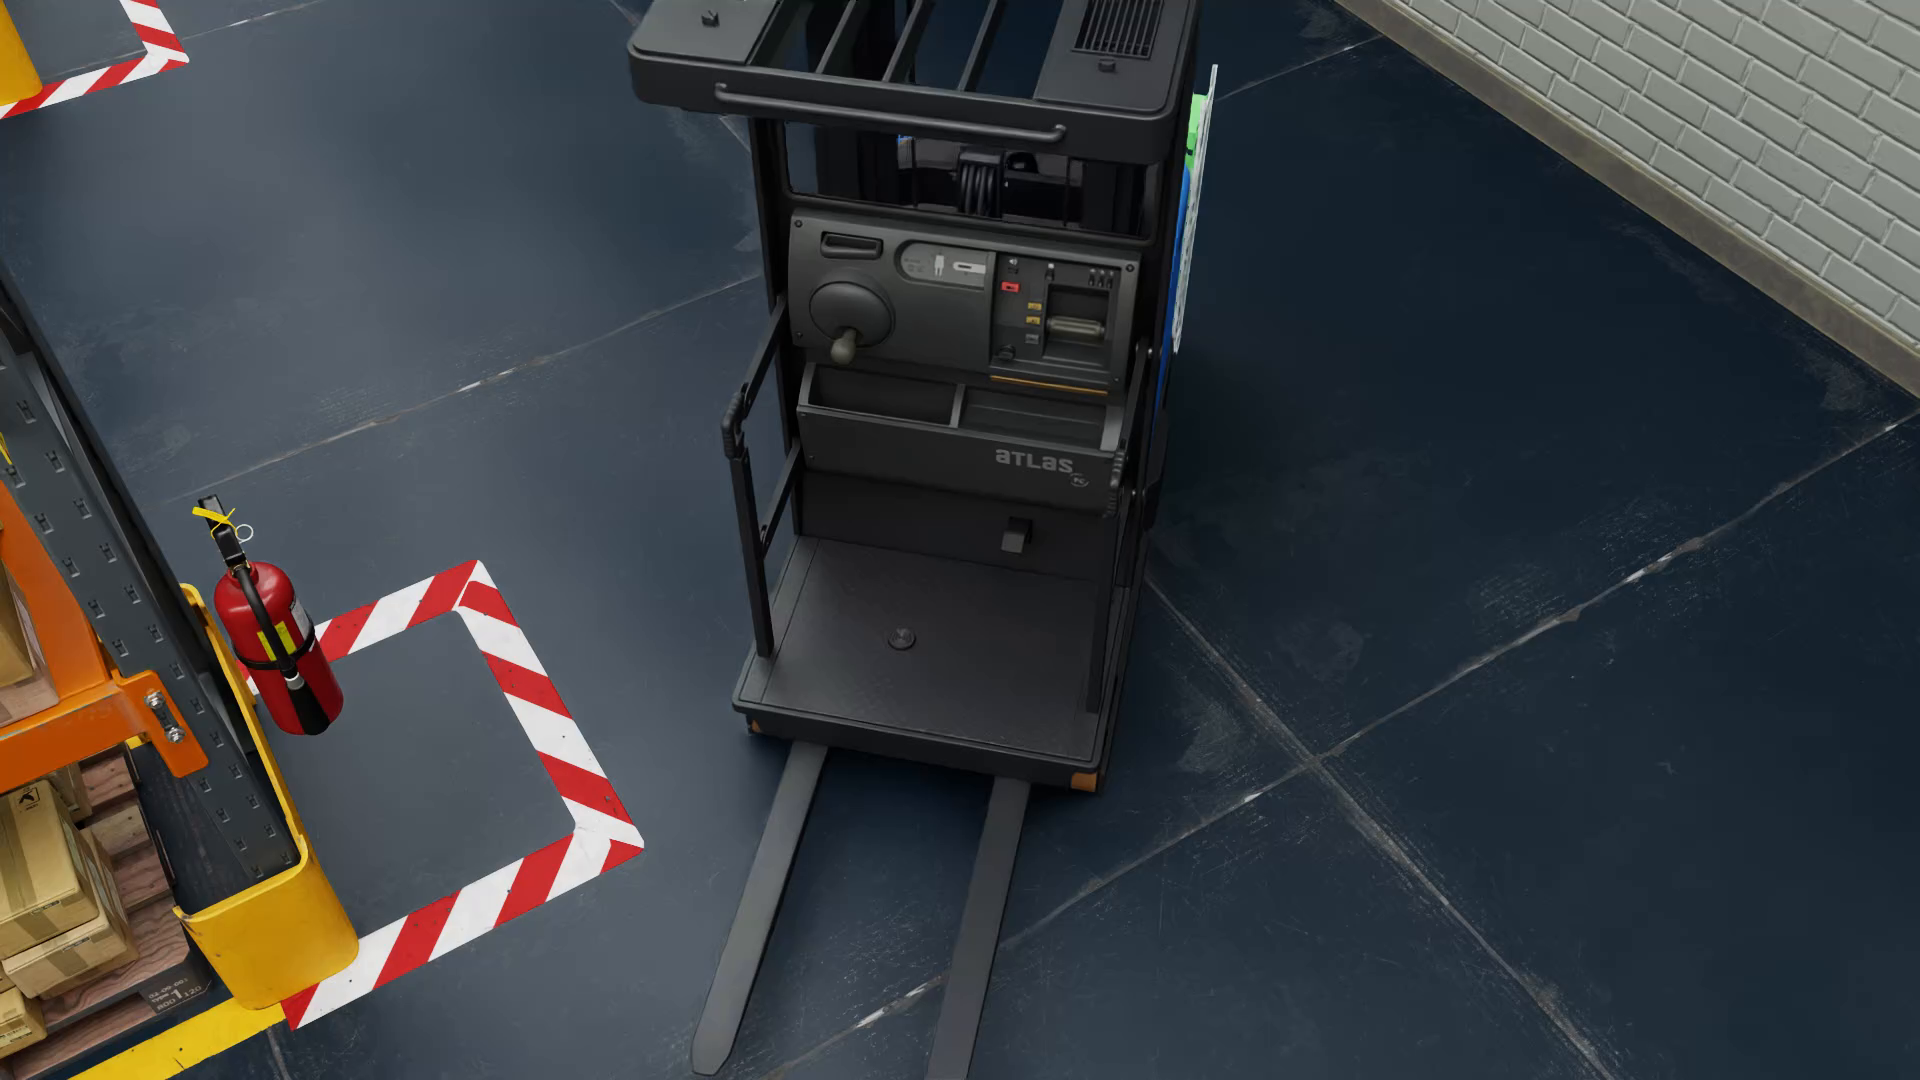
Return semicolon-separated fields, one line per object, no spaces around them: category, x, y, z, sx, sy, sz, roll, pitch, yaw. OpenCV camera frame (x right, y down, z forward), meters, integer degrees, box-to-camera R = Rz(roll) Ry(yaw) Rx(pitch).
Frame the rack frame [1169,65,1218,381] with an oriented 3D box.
rack frame;0.816;-1.089;5.909;0.015;1.200;0.240;11;47;10

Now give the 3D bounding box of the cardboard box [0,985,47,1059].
cardboard box;-2.569;1.169;4.328;0.250;0.149;0.380;-24;52;-20

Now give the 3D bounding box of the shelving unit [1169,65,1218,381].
shelving unit;0.580;-1.136;5.951;0.503;1.200;0.258;11;47;10

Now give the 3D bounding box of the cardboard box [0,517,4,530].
cardboard box;-2.520;-0.141;4.036;0.250;0.149;0.380;-26;53;-21

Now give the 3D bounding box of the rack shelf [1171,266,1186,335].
rack shelf;0.577;-0.925;6.170;0.480;0.148;0.258;11;47;10

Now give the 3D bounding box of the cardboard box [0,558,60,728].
cardboard box;-2.197;0.245;3.691;0.250;0.149;0.380;-25;53;-21

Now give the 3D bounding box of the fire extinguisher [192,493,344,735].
fire extinguisher;-1.612;0.194;3.870;0.183;0.674;0.296;-25;53;-21

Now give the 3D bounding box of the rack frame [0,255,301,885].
rack frame;-2.072;-0.147;3.872;0.127;3.000;1.000;-25;53;-21

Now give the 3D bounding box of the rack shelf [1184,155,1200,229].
rack shelf;0.582;-1.259;5.825;0.480;0.148;0.258;11;47;10

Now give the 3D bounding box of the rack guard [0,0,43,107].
rack guard;-4.612;-2.498;7.640;0.348;0.500;1.175;-25;53;-21

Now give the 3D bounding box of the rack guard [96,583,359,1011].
rack guard;-2.136;0.715;4.779;0.348;0.500;1.175;-25;53;-21

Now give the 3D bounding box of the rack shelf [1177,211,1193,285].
rack shelf;0.580;-1.092;5.997;0.480;0.148;0.258;11;47;10

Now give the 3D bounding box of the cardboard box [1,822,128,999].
cardboard box;-2.366;0.953;4.321;0.250;0.149;0.380;-27;53;-22

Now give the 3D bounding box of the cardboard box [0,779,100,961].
cardboard box;-2.384;0.835;4.228;0.250;0.149;0.380;-25;53;-20

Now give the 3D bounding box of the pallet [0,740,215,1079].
pallet;-2.842;1.112;4.618;1.213;0.211;1.003;-25;53;-21

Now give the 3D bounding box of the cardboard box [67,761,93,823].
cardboard box;-2.686;0.668;4.774;0.250;0.149;0.380;-24;53;-20

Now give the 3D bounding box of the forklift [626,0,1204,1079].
forklift;-0.042;-0.523;4.253;1.130;2.935;3.031;9;49;8

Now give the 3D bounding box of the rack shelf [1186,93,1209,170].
rack shelf;0.585;-1.425;5.652;0.480;0.148;0.258;11;47;10

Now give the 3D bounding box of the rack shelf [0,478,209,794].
rack shelf;-3.763;0.889;3.431;4.000;0.370;1.077;-25;53;-21

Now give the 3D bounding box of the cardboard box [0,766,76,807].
cardboard box;-2.652;0.609;4.628;0.250;0.149;0.380;-23;52;-19

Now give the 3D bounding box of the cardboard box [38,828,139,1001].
cardboard box;-2.406;1.003;4.476;0.250;0.149;0.380;-24;53;-20

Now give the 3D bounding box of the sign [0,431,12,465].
sign;-1.792;-0.279;3.003;0.005;0.325;0.100;-25;53;-21

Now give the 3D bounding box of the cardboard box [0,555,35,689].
cardboard box;-2.314;0.062;3.420;0.500;0.500;0.500;-24;53;-20

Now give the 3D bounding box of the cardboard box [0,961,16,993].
cardboard box;-2.616;1.023;4.259;0.250;0.149;0.380;-26;53;-22
